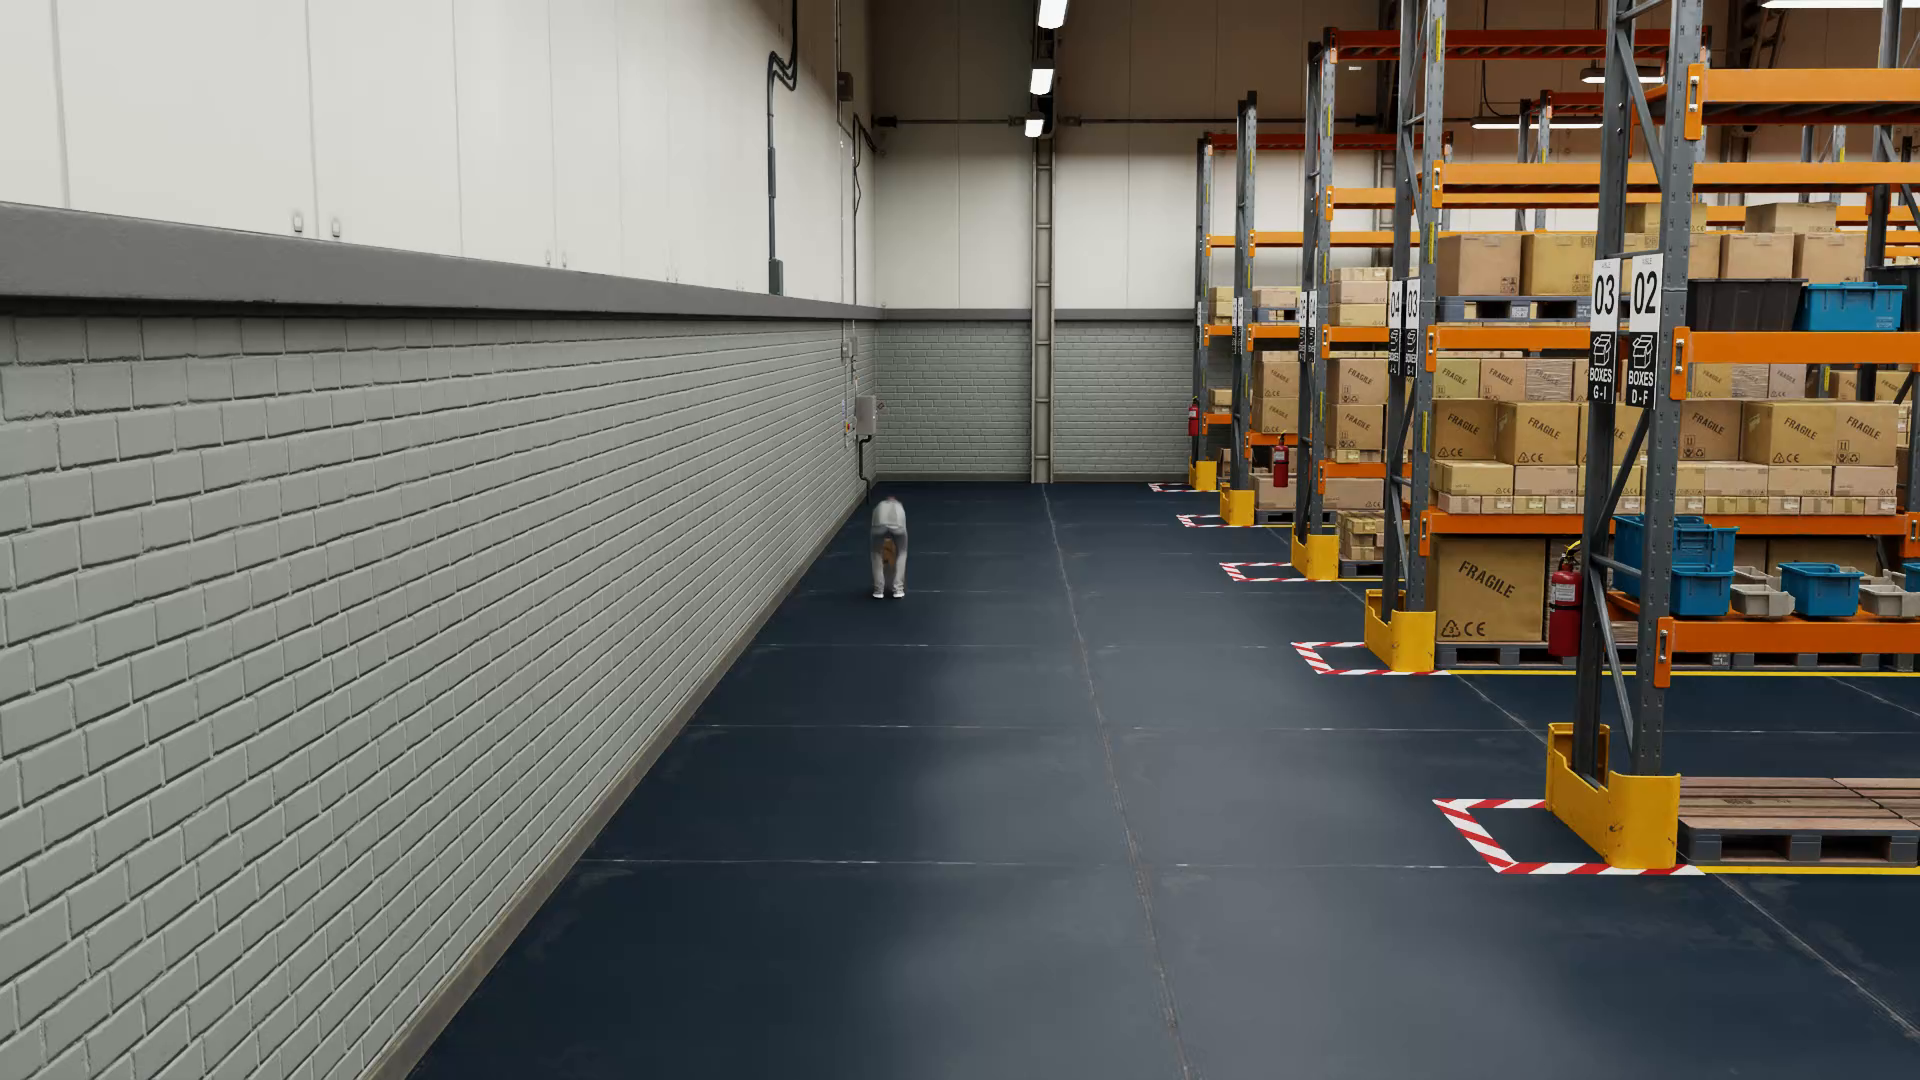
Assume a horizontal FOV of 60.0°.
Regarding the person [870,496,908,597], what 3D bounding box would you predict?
[{"bbox_3d":[-0.743,0.074,17.517,0.388,1.012,0.868,0,7,-1],"label":"person"}]
